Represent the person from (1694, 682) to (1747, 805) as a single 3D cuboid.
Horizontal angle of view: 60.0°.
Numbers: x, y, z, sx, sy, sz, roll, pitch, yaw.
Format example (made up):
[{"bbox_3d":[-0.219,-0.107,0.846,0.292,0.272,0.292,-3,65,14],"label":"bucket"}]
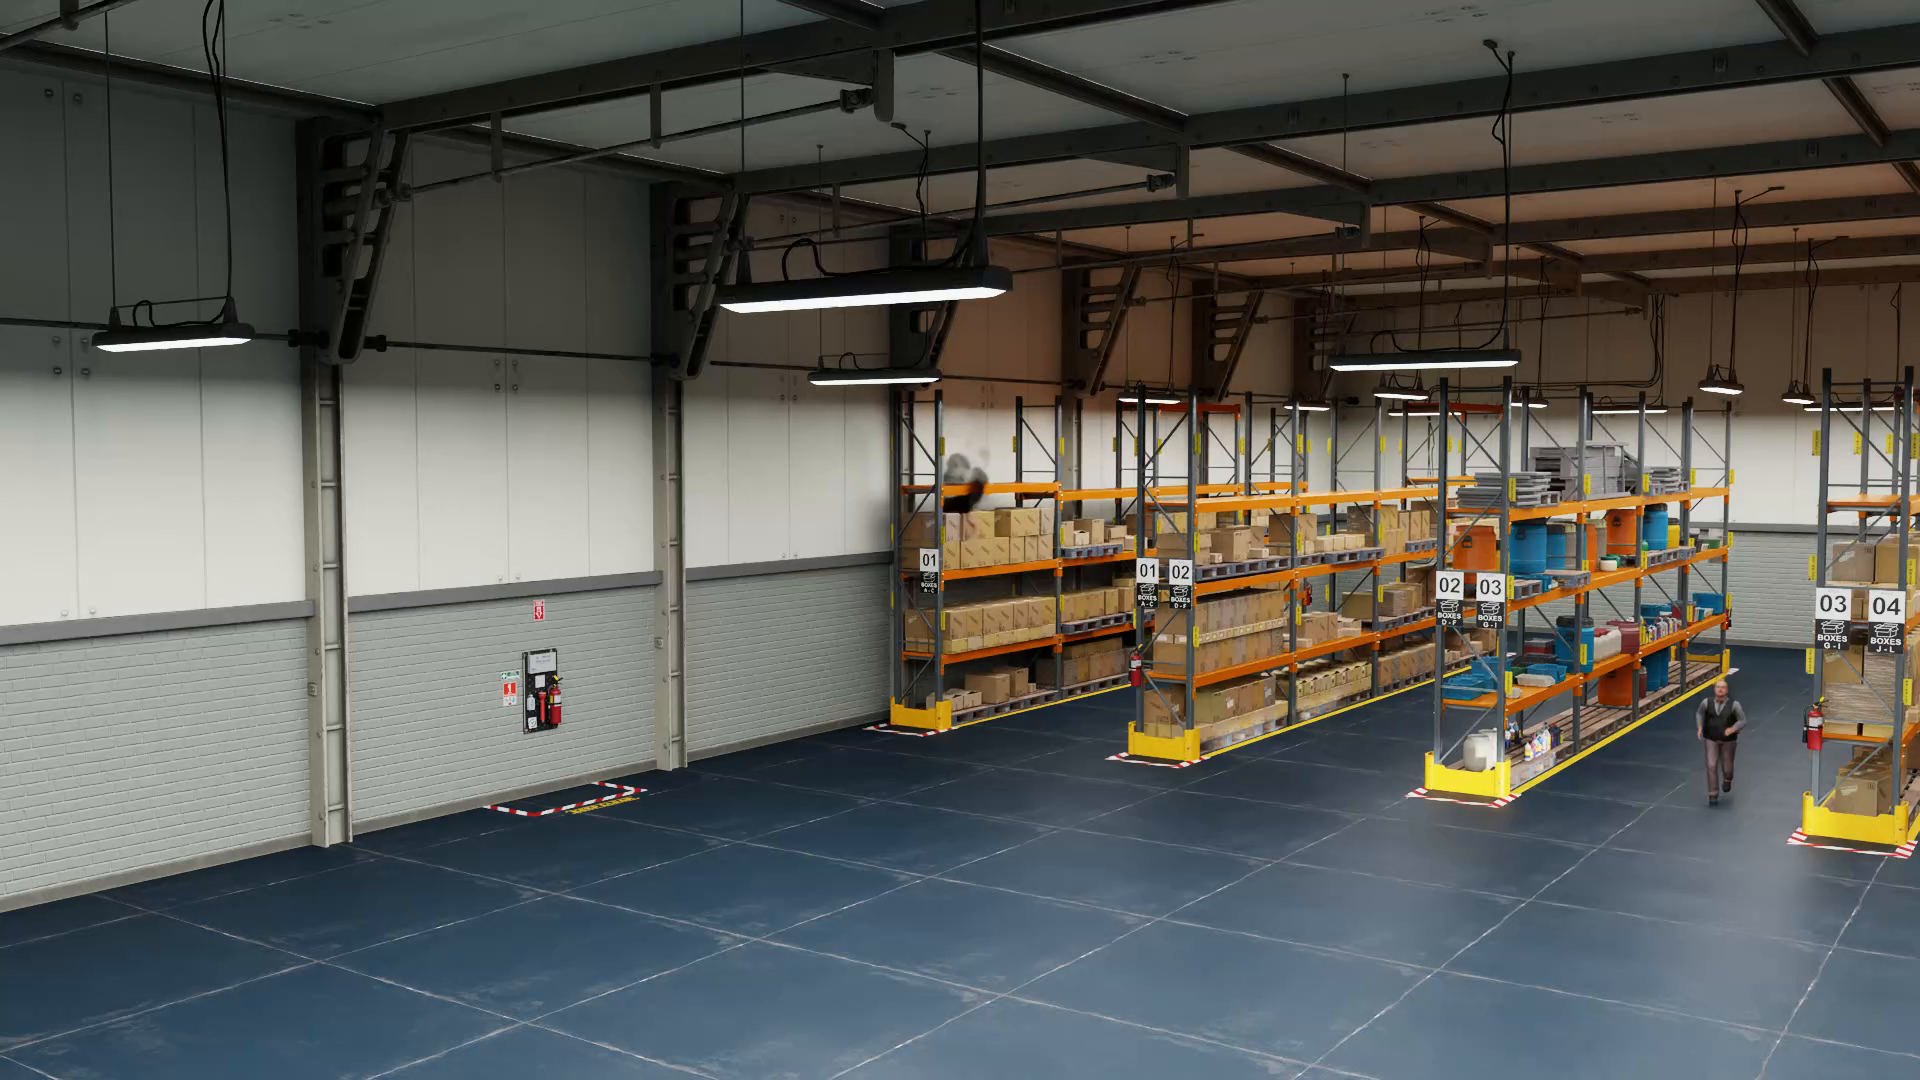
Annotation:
[{"bbox_3d":[10.672,2.835,23.366,0.690,1.694,0.846,2,4,30],"label":"person"}]
